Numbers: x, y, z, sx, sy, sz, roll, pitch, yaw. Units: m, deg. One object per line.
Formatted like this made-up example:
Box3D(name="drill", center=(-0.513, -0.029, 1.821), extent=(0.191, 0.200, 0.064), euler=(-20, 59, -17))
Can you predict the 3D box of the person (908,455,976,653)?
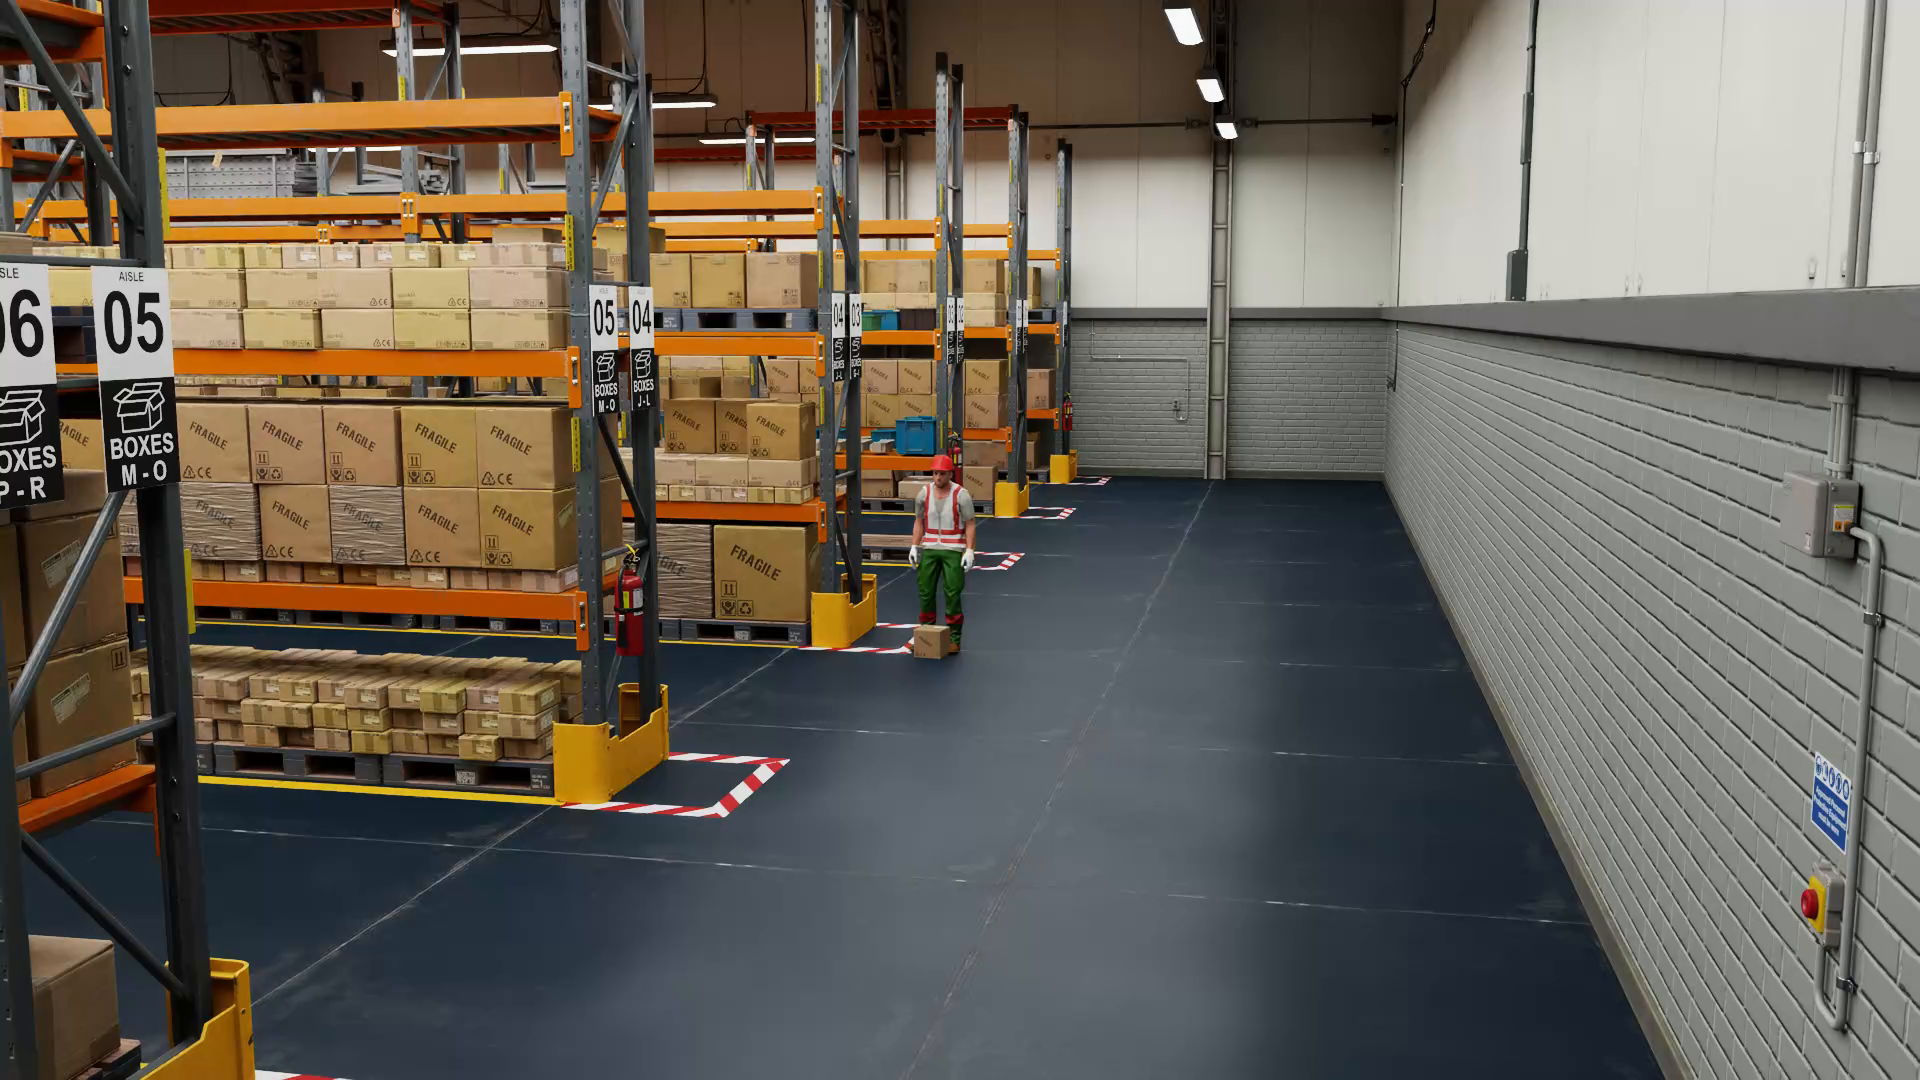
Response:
Box3D(name="person", center=(-0.157, 0.120, 14.877), extent=(0.621, 1.781, 0.445), euler=(3, 8, 20))
